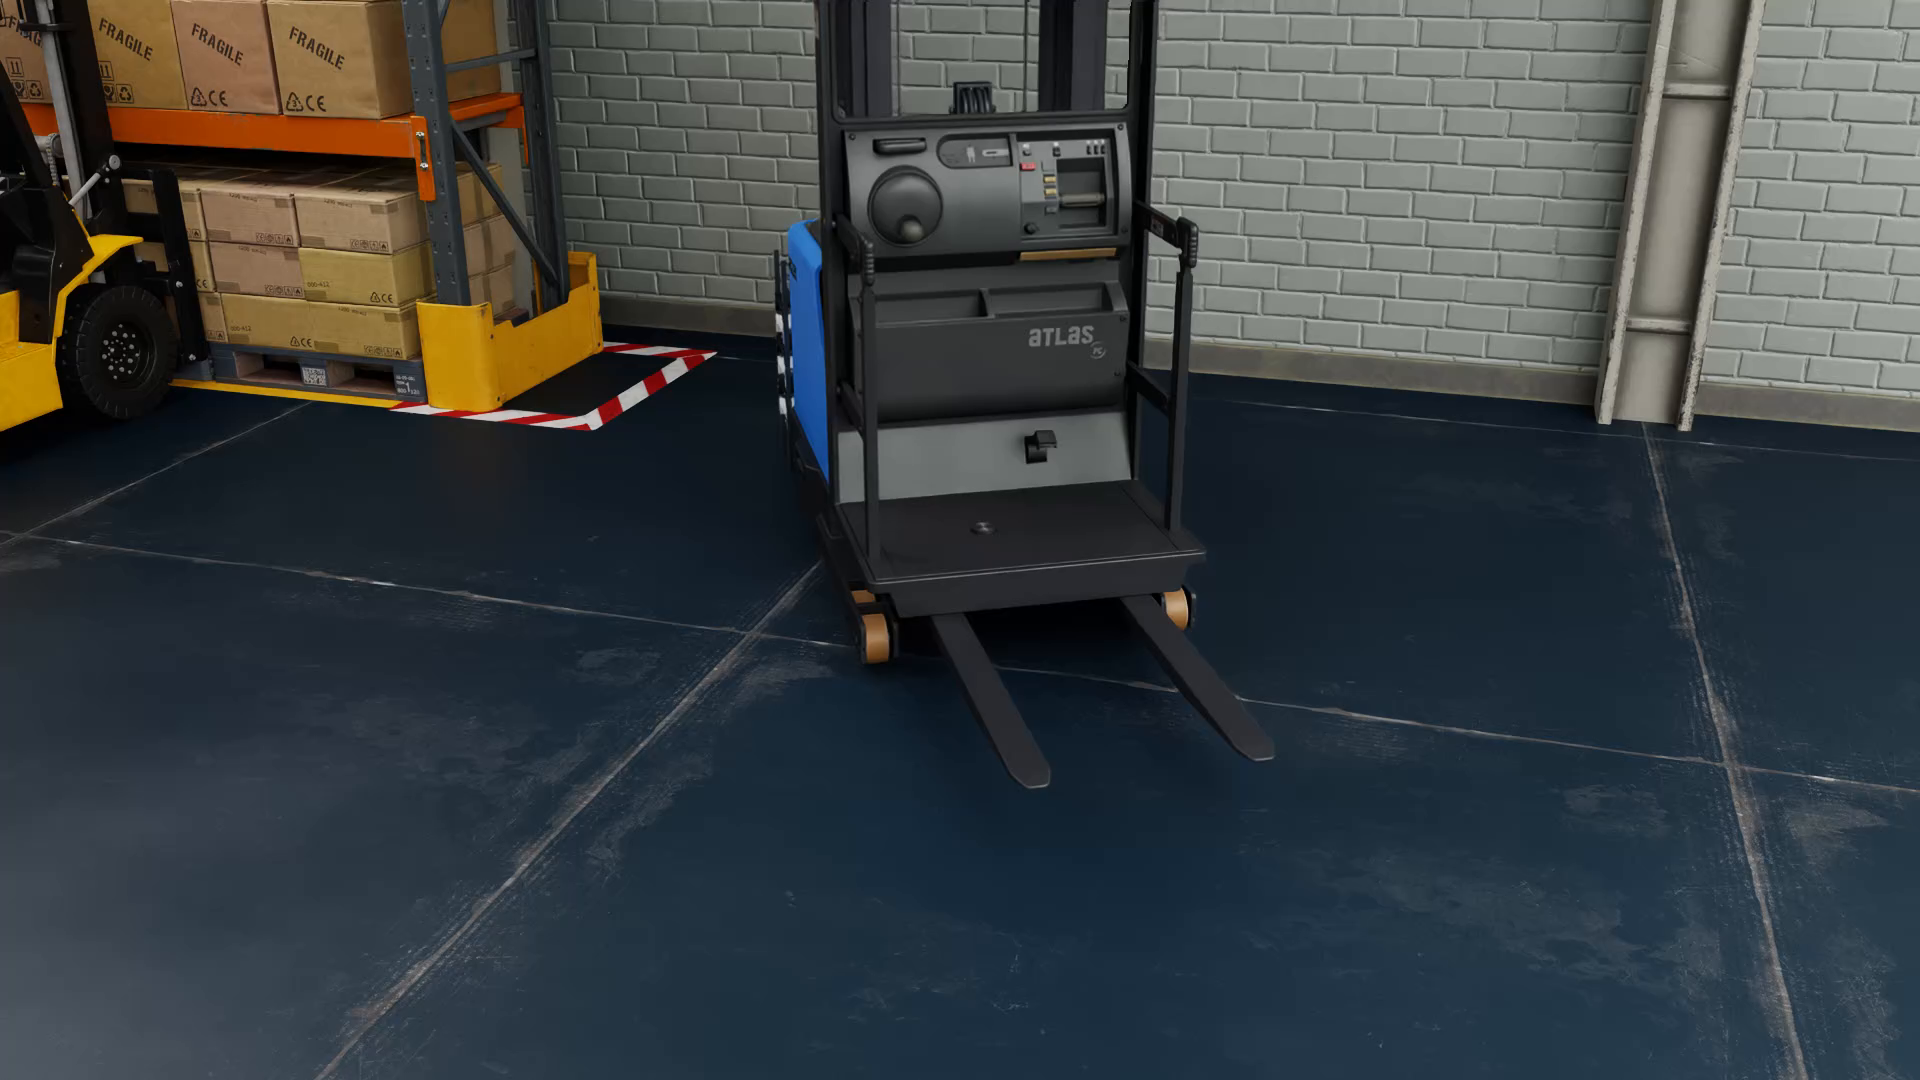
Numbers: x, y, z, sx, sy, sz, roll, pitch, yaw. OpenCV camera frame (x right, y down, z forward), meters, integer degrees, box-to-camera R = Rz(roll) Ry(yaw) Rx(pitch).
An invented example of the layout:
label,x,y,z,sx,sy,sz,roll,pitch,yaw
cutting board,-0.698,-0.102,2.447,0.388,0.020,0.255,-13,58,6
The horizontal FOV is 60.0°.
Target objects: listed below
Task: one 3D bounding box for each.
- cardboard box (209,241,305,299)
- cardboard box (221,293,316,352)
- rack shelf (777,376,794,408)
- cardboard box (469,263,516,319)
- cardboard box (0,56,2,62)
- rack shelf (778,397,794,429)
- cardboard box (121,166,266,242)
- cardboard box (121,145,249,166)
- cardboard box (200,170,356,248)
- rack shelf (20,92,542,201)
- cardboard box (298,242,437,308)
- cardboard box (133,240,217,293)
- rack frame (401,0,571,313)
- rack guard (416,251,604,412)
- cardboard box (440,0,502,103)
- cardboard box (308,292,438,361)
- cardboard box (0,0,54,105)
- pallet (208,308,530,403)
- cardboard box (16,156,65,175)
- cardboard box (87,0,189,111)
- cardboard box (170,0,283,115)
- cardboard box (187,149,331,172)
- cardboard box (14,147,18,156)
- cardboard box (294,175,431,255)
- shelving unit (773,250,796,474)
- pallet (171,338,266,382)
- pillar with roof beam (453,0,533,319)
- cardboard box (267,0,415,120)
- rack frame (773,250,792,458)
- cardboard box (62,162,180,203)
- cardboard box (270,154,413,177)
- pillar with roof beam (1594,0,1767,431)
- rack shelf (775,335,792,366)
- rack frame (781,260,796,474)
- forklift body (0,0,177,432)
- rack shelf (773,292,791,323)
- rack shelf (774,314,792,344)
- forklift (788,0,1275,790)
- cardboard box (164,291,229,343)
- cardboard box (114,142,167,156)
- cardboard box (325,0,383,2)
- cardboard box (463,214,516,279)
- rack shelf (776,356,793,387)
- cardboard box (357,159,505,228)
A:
label,x,y,z,sx,sy,sz,roll,pitch,yaw
cardboard box,-3.238,-1.359,8.042,0.500,0.250,0.500,6,23,15
cardboard box,-3.219,-1.124,8.128,0.500,0.250,0.500,7,23,15
rack shelf,-0.620,-0.626,6.936,0.258,0.077,0.200,-5,23,-13
cardboard box,-2.619,-1.254,8.445,0.500,0.250,0.500,7,23,16
cardboard box,-4.696,-2.442,8.140,0.500,0.500,0.500,6,23,15
rack shelf,-0.620,-0.543,6.970,0.258,0.077,0.200,-5,23,-13
cardboard box,-3.712,-1.635,8.055,0.500,0.250,0.500,7,23,16
cardboard box,-4.054,-1.884,8.663,0.500,0.250,0.500,6,23,14
cardboard box,-3.226,-1.583,7.929,0.500,0.250,0.500,7,23,16
rack shelf,-4.120,-2.094,8.369,4.000,0.370,1.077,7,23,16
cardboard box,-2.761,-1.300,7.899,0.500,0.250,0.500,6,23,15
cardboard box,-3.738,-1.408,8.162,0.500,0.250,0.500,6,23,14
rack frame,-2.205,-2.207,7.698,0.127,3.000,1.000,7,23,16
rack guard,-2.182,-1.048,8.166,0.348,0.500,1.175,7,23,16
cardboard box,-2.599,-2.409,8.058,0.500,0.500,0.500,7,23,17
cardboard box,-2.746,-1.066,7.986,0.500,0.250,0.500,7,23,16
cardboard box,-4.221,-2.379,7.987,0.500,0.500,0.500,7,23,16
pallet,-2.949,-0.986,8.395,1.213,0.211,1.003,7,23,16
cardboard box,-4.696,-1.753,8.344,0.500,0.250,0.500,7,23,17
cardboard box,-3.737,-2.328,7.862,0.500,0.500,0.500,6,23,14
cardboard box,-3.246,-2.272,7.725,0.500,0.500,0.500,7,23,17
cardboard box,-3.565,-1.826,8.520,0.500,0.250,0.500,6,23,15
cardboard box,-5.018,-1.997,8.938,0.500,0.250,0.500,6,23,15
cardboard box,-2.736,-1.529,7.798,0.500,0.250,0.500,7,23,17
shelving unit,-0.620,-0.740,6.889,0.258,0.900,0.210,-5,23,-13
pallet,-4.113,-1.120,8.723,1.213,0.211,1.003,7,23,15
pillar with roof beam,-3.855,-3.822,3.731,0.400,9.000,9.100,7,23,16
cardboard box,-2.752,-2.212,7.578,0.500,0.500,0.500,6,23,14
rack frame,-0.644,-0.778,6.980,0.240,0.900,0.006,-5,23,-13
cardboard box,-4.195,-1.693,8.197,0.500,0.250,0.500,6,23,14
cardboard box,-3.090,-1.767,8.377,0.500,0.250,0.500,7,23,16
pillar with roof beam,1.890,-3.165,2.128,0.400,9.000,9.100,7,23,16
rack shelf,-0.620,-0.793,6.868,0.258,0.077,0.200,-5,23,-13
rack frame,-0.595,-0.703,6.798,0.240,0.900,0.006,-5,23,-13
forklift body,-4.547,-1.360,6.750,1.214,2.155,2.313,7,23,16
rack shelf,-0.620,-0.959,6.799,0.258,0.077,0.200,-5,23,-13
rack shelf,-0.620,-0.876,6.833,0.258,0.077,0.200,-5,23,-13
forklift,0.147,-1.116,5.128,1.130,2.935,3.031,-5,23,-12
cardboard box,-3.696,-1.182,8.269,0.500,0.250,0.500,7,23,16
cardboard box,-4.537,-1.936,8.790,0.500,0.250,0.500,7,23,16
cardboard box,-2.618,-2.490,7.401,0.250,0.149,0.380,7,23,16
cardboard box,-2.595,-1.488,8.355,0.500,0.250,0.500,7,23,16
rack shelf,-0.620,-0.709,6.902,0.258,0.077,0.200,-5,23,-13
cardboard box,-2.610,-1.713,8.247,0.500,0.250,0.500,6,23,15
